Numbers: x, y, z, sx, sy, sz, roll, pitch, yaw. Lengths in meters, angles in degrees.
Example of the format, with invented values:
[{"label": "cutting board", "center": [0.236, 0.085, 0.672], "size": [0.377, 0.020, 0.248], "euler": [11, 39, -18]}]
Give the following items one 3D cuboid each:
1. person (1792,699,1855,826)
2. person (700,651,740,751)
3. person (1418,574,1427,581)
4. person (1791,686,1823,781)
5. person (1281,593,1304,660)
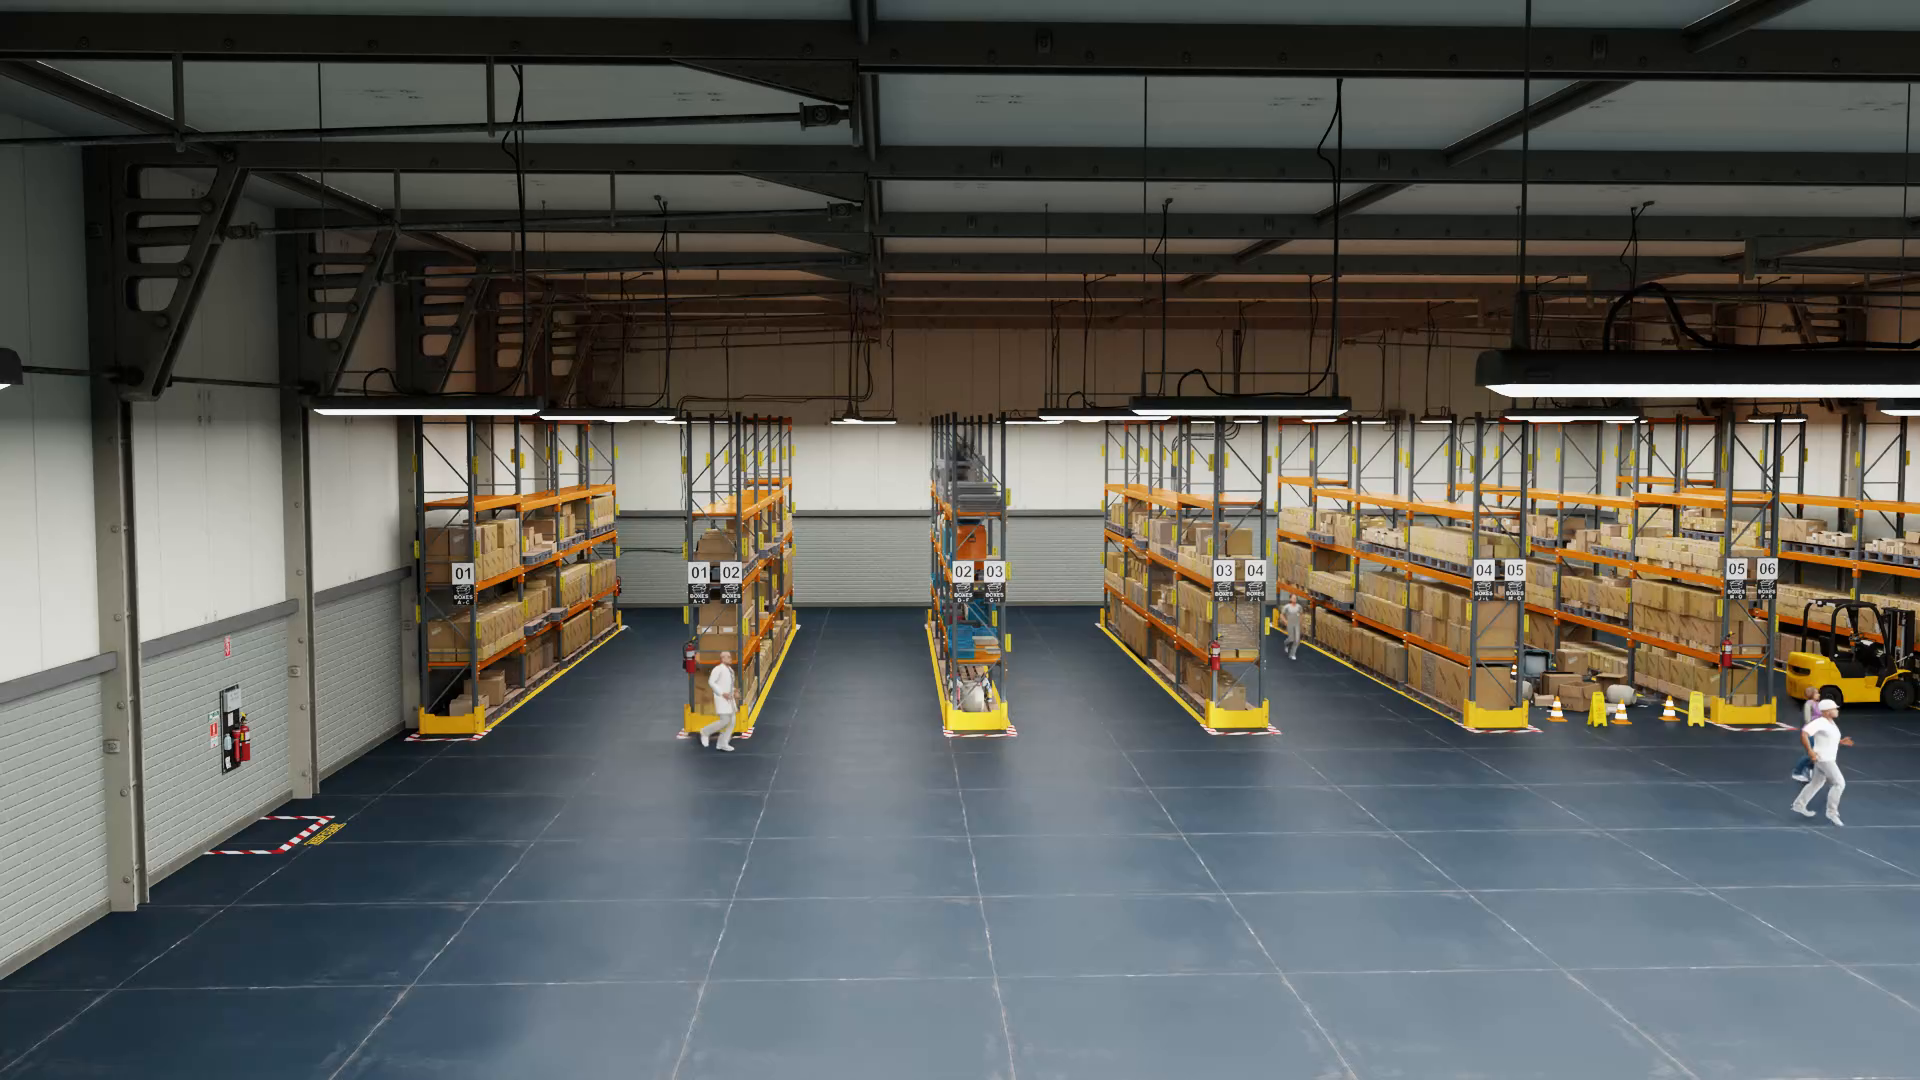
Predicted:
[{"label": "person", "center": [12.522, 3.211, 24.109], "size": [0.775, 1.828, 0.678], "euler": [2, 4, 30]}, {"label": "person", "center": [-4.250, 2.848, 29.597], "size": [0.697, 1.732, 0.749], "euler": [1, 4, 18]}, {"label": "person", "center": [13.613, 1.581, 49.353], "size": [0.532, 1.575, 0.640], "euler": [0, 4, 0]}, {"label": "person", "center": [13.699, 3.117, 26.684], "size": [0.552, 1.557, 0.618], "euler": [-3, 5, -42]}, {"label": "person", "center": [8.208, 2.124, 41.044], "size": [0.565, 1.626, 0.573], "euler": [0, 4, -7]}]
